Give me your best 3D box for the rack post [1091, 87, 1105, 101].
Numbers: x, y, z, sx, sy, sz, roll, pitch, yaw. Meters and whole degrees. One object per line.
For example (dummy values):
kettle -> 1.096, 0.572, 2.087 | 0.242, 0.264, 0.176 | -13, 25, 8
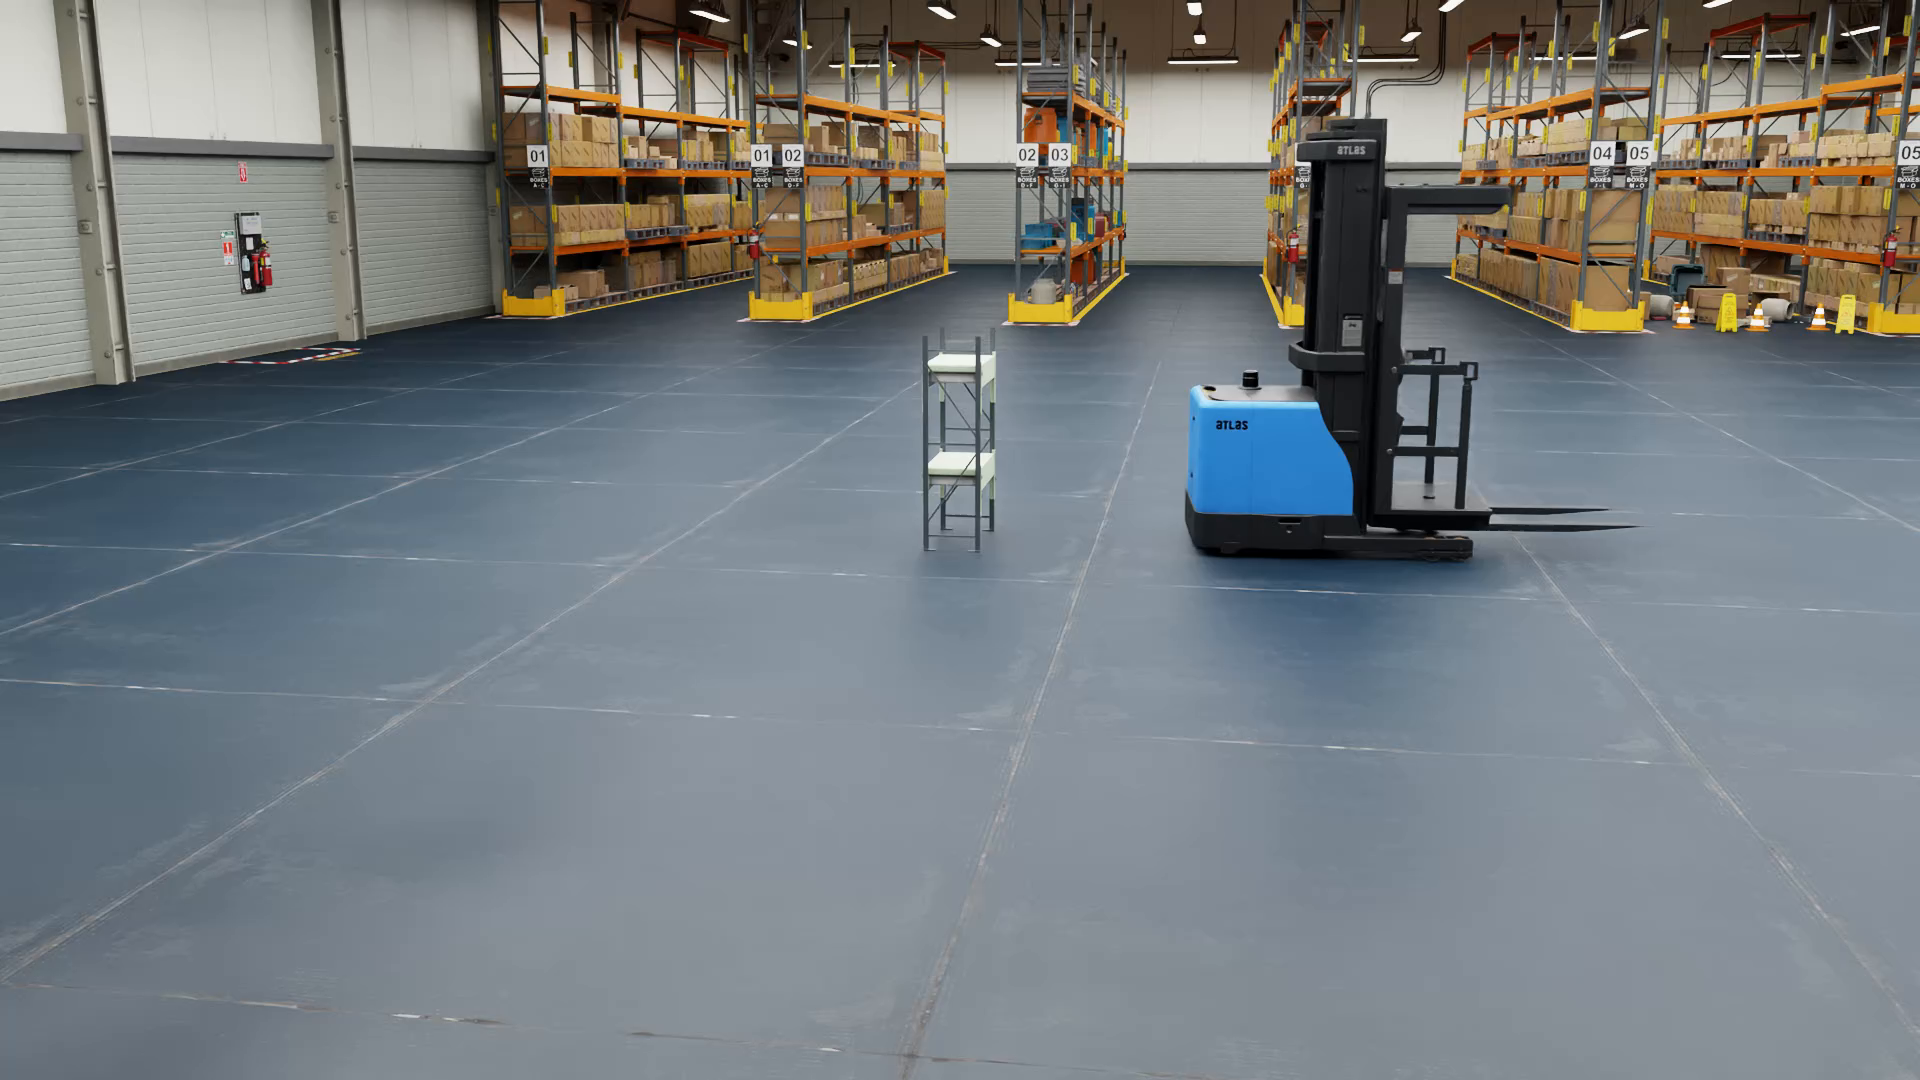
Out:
rack post -> 2.821, -10.207, 38.175 | 0.954, 0.300, 0.937 | 2, 12, 9

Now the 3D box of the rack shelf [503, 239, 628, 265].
rack shelf -> -7.962, -5.879, 33.862 | 1.077, 0.370, 4.000 | 2, 12, 9

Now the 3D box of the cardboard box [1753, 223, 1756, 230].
cardboard box -> 17.202, -6.698, 35.554 | 0.380, 0.149, 0.250 | 1, 12, 5

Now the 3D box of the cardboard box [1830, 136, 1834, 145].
cardboard box -> 16.389, -7.413, 30.856 | 0.380, 0.149, 0.250 | 1, 12, 7

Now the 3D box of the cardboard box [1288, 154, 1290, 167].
cardboard box -> 6.543, -7.260, 31.798 | 0.500, 0.250, 0.500 | 1, 12, 6

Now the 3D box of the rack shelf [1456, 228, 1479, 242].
rack shelf -> 13.452, -7.714, 42.376 | 1.077, 0.370, 4.000 | 2, 12, 9

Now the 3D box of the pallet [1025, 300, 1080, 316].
pallet -> 1.805, -4.570, 32.699 | 1.003, 0.211, 1.213 | 2, 12, 9

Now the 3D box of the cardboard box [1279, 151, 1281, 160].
cardboard box -> 8.320, -9.766, 41.595 | 0.700, 0.500, 0.500 | 1, 12, 5

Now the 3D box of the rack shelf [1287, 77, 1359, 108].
rack shelf -> 6.721, -8.329, 30.997 | 1.077, 0.370, 4.000 | 2, 12, 9

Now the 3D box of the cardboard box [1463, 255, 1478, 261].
cardboard box -> 13.298, -7.323, 43.210 | 0.380, 0.149, 0.250 | 1, 12, 6

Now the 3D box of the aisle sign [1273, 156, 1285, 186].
aisle sign -> 8.589, -9.959, 44.916 | 0.394, 0.787, 0.004 | 2, 12, 9

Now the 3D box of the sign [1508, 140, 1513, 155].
sign -> 11.993, -8.554, 36.218 | 0.100, 0.325, 0.005 | 2, 12, 9

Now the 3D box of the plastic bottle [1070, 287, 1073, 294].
plastic bottle -> 2.174, -4.835, 32.739 | 0.097, 0.271, 0.097 | 0, 12, 0

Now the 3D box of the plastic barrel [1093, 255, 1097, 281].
plastic barrel -> 2.982, -6.523, 39.869 | 0.600, 0.588, 0.708 | 2, 12, 9

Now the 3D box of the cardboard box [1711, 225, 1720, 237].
cardboard box -> 17.464, -7.036, 37.878 | 0.500, 0.250, 0.500 | 2, 12, 8

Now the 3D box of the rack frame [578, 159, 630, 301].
rack frame -> -7.655, -6.647, 35.719 | 1.000, 3.000, 0.127 | 2, 12, 9

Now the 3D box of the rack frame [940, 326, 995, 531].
rack frame -> 0.055, -0.808, 12.182 | 0.400, 1.500, 0.023 | 2, 12, 9

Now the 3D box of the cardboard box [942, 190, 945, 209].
cardboard box -> -0.710, -9.422, 45.981 | 0.500, 0.500, 0.500 | 2, 12, 8

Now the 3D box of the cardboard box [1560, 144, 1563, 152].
cardboard box -> 11.328, -7.252, 30.766 | 0.380, 0.149, 0.250 | 2, 12, 9

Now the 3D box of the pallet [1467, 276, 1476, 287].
pallet -> 13.213, -6.427, 41.316 | 1.003, 0.211, 1.213 | 2, 12, 9

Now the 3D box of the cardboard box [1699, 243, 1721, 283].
cardboard box -> 18.035, -6.545, 39.291 | 0.875, 0.875, 0.875 | 2, 12, 10

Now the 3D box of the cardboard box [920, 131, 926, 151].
cardboard box -> -1.275, -10.359, 43.210 | 0.700, 0.500, 0.500 | 2, 12, 9

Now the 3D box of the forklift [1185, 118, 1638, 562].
forklift -> 3.152, -1.400, 11.534 | 3.031, 2.935, 1.130 | 1, 12, 4

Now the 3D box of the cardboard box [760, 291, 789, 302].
cardboard box -> -3.584, -4.637, 31.922 | 0.500, 0.250, 0.500 | 2, 12, 9

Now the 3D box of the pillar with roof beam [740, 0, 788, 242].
pillar with roof beam -> -1.995, -12.529, 48.768 | 9.100, 9.000, 0.548 | 2, 12, 9

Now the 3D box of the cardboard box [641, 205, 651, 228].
cardboard box -> -7.379, -7.270, 37.328 | 0.700, 0.500, 0.500 | 4, 13, 16

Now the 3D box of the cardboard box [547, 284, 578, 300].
cardboard box -> -7.987, -4.975, 33.297 | 0.500, 0.311, 0.500 | 3, 13, 13

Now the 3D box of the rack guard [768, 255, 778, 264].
rack guard -> -5.805, -7.928, 47.596 | 1.175, 0.500, 0.348 | 2, 12, 9

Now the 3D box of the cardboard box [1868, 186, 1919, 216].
cardboard box -> 16.068, -5.809, 28.510 | 0.700, 0.500, 0.500 | 2, 12, 7

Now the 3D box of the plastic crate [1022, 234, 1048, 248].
plastic crate -> 1.406, -5.670, 31.536 | 0.499, 0.251, 0.408 | 2, 12, 9

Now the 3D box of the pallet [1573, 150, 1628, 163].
pallet -> 11.403, -6.729, 29.189 | 1.003, 0.211, 1.213 | 2, 12, 9

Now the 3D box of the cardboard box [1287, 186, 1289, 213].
cardboard box -> 6.555, -6.555, 31.975 | 0.500, 0.500, 0.500 | 2, 12, 9

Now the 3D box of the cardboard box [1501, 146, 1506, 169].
cardboard box -> 12.430, -8.564, 37.253 | 0.500, 0.500, 0.500 | 2, 12, 9

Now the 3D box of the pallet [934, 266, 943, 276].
pallet -> -1.047, -7.441, 46.019 | 1.003, 0.211, 1.213 | 2, 12, 9

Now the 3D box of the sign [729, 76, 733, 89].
sign -> -5.886, -11.726, 42.637 | 0.100, 0.325, 0.005 | 2, 12, 9

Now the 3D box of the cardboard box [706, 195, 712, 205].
cardboard box -> -6.488, -8.459, 41.356 | 0.500, 0.250, 0.500 | 2, 12, 7

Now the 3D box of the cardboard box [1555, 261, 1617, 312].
cardboard box -> 11.471, -4.645, 30.472 | 0.875, 0.875, 0.875 | 2, 12, 8

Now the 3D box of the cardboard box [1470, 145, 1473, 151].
cardboard box -> 13.206, -9.988, 42.324 | 0.380, 0.149, 0.250 | 2, 12, 10

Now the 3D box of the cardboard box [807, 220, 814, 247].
cardboard box -> -3.214, -5.910, 32.060 | 0.700, 0.500, 0.500 | 2, 12, 10

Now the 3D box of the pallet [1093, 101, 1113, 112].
pallet -> 2.891, -9.953, 38.215 | 1.213, 0.211, 1.003 | 2, 12, 9

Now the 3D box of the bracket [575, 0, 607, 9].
bracket -> -8.206, -11.292, 34.486 | 0.076, 0.066, 4.783 | 2, 12, 9

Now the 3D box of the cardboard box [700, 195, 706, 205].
cardboard box -> -6.560, -8.353, 40.862 | 0.500, 0.250, 0.500 | 2, 12, 9

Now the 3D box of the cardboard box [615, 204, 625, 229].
cardboard box -> -7.422, -6.842, 35.150 | 0.500, 0.500, 0.500 | 2, 12, 9

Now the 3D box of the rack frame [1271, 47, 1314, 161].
rack frame -> 8.874, -11.597, 44.444 | 1.000, 3.000, 0.127 | 2, 12, 9

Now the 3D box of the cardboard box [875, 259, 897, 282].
cardboard box -> -1.792, -6.399, 39.455 | 0.500, 0.500, 0.500 | 2, 12, 11

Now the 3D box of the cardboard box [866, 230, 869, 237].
cardboard box -> -2.285, -6.930, 37.627 | 0.380, 0.149, 0.250 | 3, 12, 13

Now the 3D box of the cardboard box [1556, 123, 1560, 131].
cardboard box -> 11.406, -7.748, 31.176 | 0.380, 0.149, 0.250 | 2, 12, 8

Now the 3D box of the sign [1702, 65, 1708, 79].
sign -> 17.506, -11.000, 39.082 | 0.100, 0.325, 0.005 | 2, 12, 9

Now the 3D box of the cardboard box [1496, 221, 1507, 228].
cardboard box -> 12.151, -7.017, 37.033 | 0.380, 0.149, 0.250 | 2, 12, 10

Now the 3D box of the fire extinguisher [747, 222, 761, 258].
fire extinguisher -> -3.852, -5.608, 31.077 | 0.296, 0.674, 0.183 | 2, 12, 9

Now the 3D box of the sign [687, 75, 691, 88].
sign -> -6.969, -11.803, 42.806 | 0.100, 0.325, 0.005 | 2, 12, 9

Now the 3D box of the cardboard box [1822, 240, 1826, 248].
cardboard box -> 16.457, -5.556, 31.252 | 0.380, 0.149, 0.250 | 2, 12, 8

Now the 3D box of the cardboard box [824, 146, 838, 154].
cardboard box -> -2.675, -7.845, 33.423 | 0.380, 0.149, 0.250 | 2, 12, 9

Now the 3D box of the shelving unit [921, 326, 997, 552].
shelving unit -> -0.001, -0.732, 11.829 | 0.431, 1.500, 0.755 | 2, 12, 9
